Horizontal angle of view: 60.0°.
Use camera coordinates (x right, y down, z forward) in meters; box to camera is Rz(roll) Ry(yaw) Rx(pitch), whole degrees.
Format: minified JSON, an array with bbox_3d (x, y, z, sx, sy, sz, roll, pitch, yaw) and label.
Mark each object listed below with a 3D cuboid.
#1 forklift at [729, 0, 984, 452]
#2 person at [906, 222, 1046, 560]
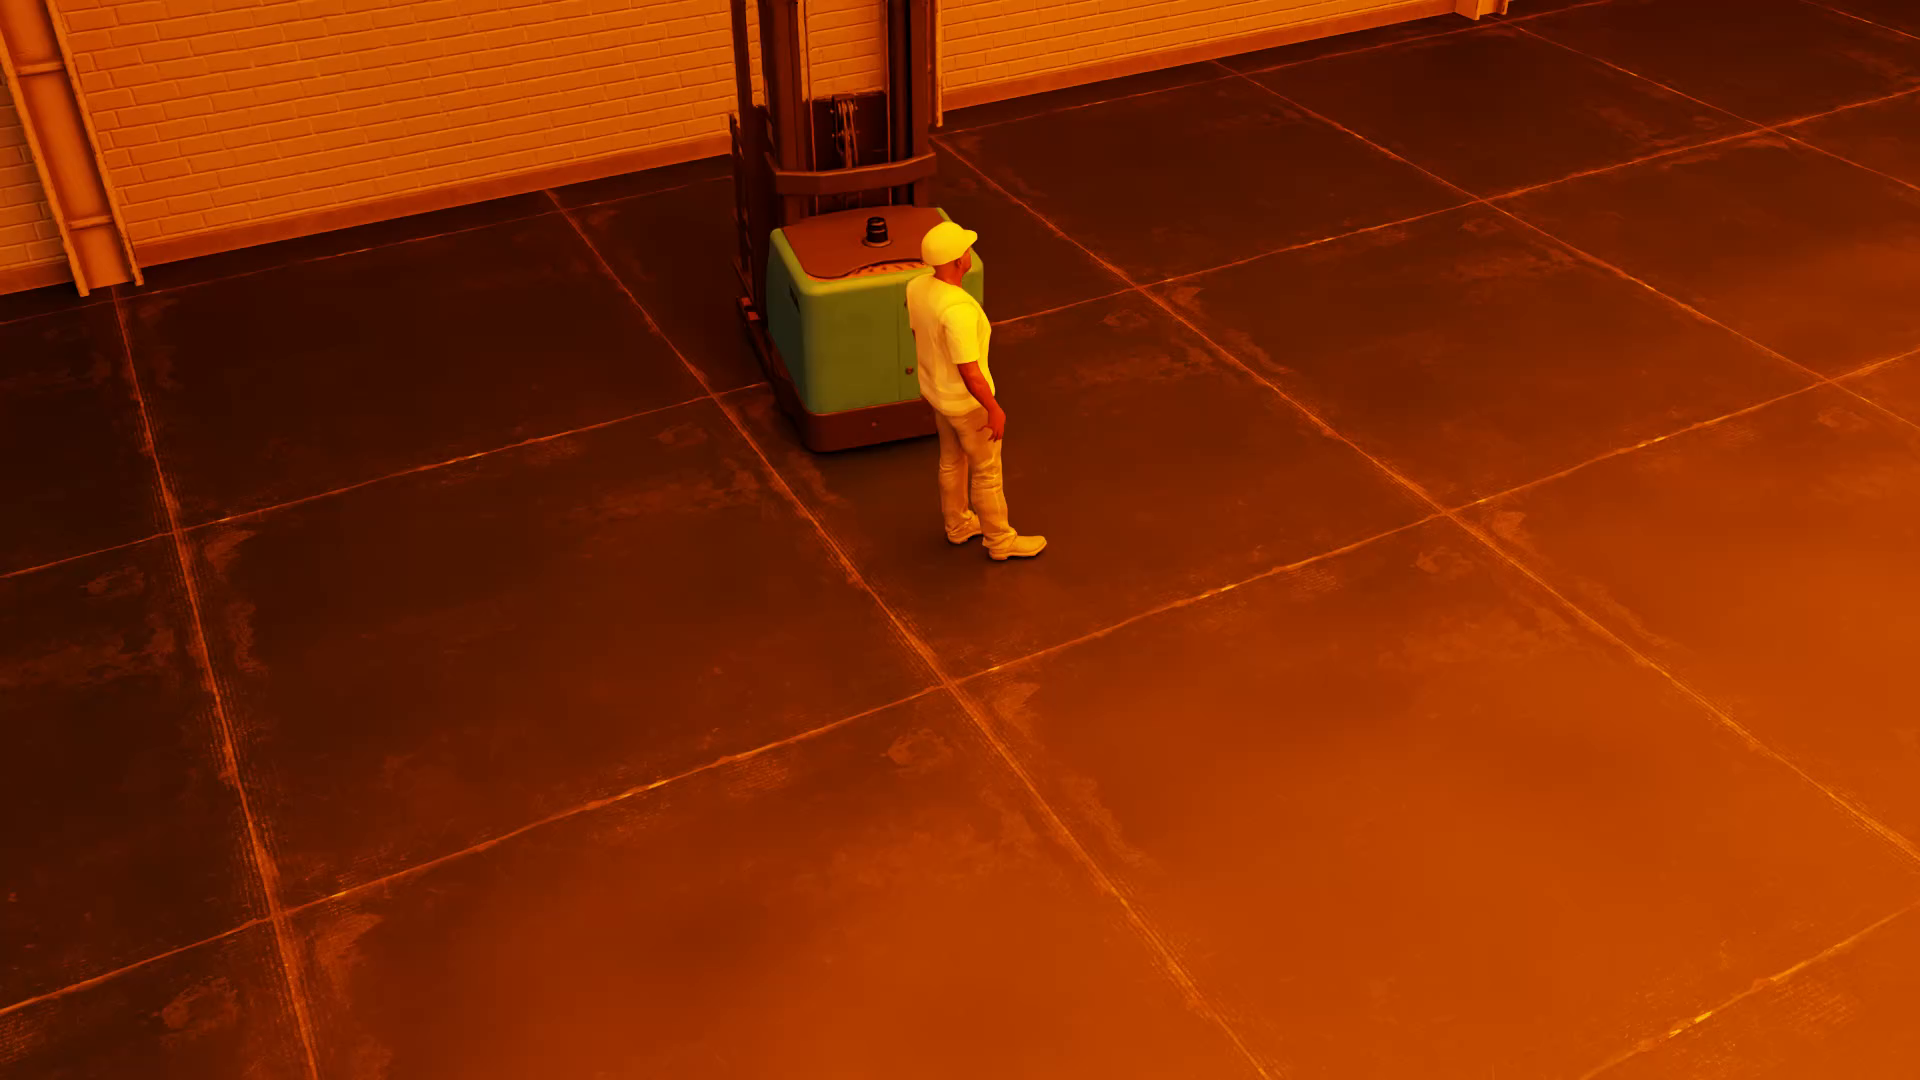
[{"bbox_3d":[-0.793,-2.534,9.708,1.130,2.935,3.031,-11,37,-14],"label":"forklift"},{"bbox_3d":[0.064,-0.743,8.172,0.575,1.768,0.666,-17,39,-23],"label":"person"}]
